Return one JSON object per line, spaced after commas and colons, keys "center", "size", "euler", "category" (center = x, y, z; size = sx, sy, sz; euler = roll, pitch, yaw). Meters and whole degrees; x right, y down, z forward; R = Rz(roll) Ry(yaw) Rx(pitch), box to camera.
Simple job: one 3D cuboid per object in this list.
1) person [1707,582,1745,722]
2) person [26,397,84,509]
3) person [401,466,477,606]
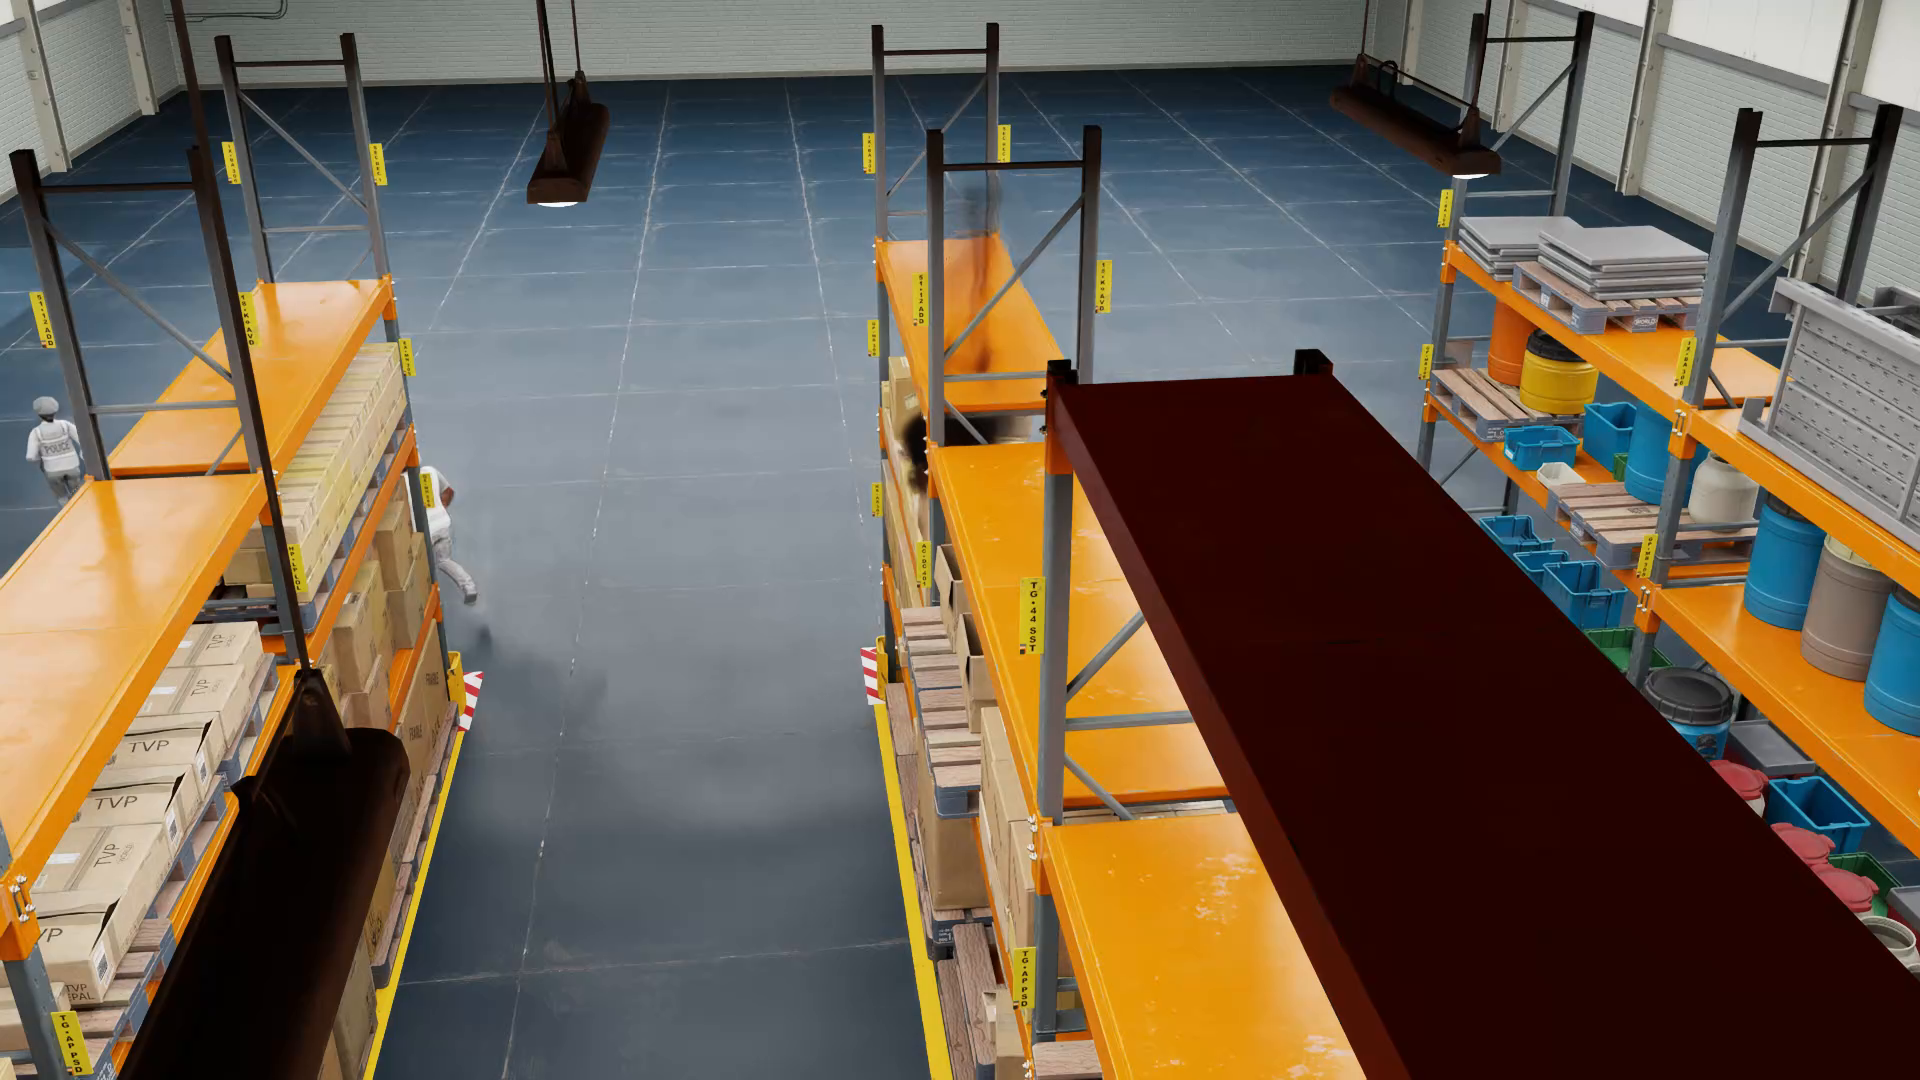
{"center": [6.928, 0.852, 14.988], "size": [0.645, 1.497, 0.816], "euler": [-20, 32, -36], "category": "person"}
{"center": [-9.874, -0.794, 18.281], "size": [0.629, 1.652, 0.555], "euler": [-19, 31, -34], "category": "person"}
{"center": [-5.267, -0.041, 16.659], "size": [1.032, 1.726, 0.706], "euler": [17, 30, 32], "category": "person"}
